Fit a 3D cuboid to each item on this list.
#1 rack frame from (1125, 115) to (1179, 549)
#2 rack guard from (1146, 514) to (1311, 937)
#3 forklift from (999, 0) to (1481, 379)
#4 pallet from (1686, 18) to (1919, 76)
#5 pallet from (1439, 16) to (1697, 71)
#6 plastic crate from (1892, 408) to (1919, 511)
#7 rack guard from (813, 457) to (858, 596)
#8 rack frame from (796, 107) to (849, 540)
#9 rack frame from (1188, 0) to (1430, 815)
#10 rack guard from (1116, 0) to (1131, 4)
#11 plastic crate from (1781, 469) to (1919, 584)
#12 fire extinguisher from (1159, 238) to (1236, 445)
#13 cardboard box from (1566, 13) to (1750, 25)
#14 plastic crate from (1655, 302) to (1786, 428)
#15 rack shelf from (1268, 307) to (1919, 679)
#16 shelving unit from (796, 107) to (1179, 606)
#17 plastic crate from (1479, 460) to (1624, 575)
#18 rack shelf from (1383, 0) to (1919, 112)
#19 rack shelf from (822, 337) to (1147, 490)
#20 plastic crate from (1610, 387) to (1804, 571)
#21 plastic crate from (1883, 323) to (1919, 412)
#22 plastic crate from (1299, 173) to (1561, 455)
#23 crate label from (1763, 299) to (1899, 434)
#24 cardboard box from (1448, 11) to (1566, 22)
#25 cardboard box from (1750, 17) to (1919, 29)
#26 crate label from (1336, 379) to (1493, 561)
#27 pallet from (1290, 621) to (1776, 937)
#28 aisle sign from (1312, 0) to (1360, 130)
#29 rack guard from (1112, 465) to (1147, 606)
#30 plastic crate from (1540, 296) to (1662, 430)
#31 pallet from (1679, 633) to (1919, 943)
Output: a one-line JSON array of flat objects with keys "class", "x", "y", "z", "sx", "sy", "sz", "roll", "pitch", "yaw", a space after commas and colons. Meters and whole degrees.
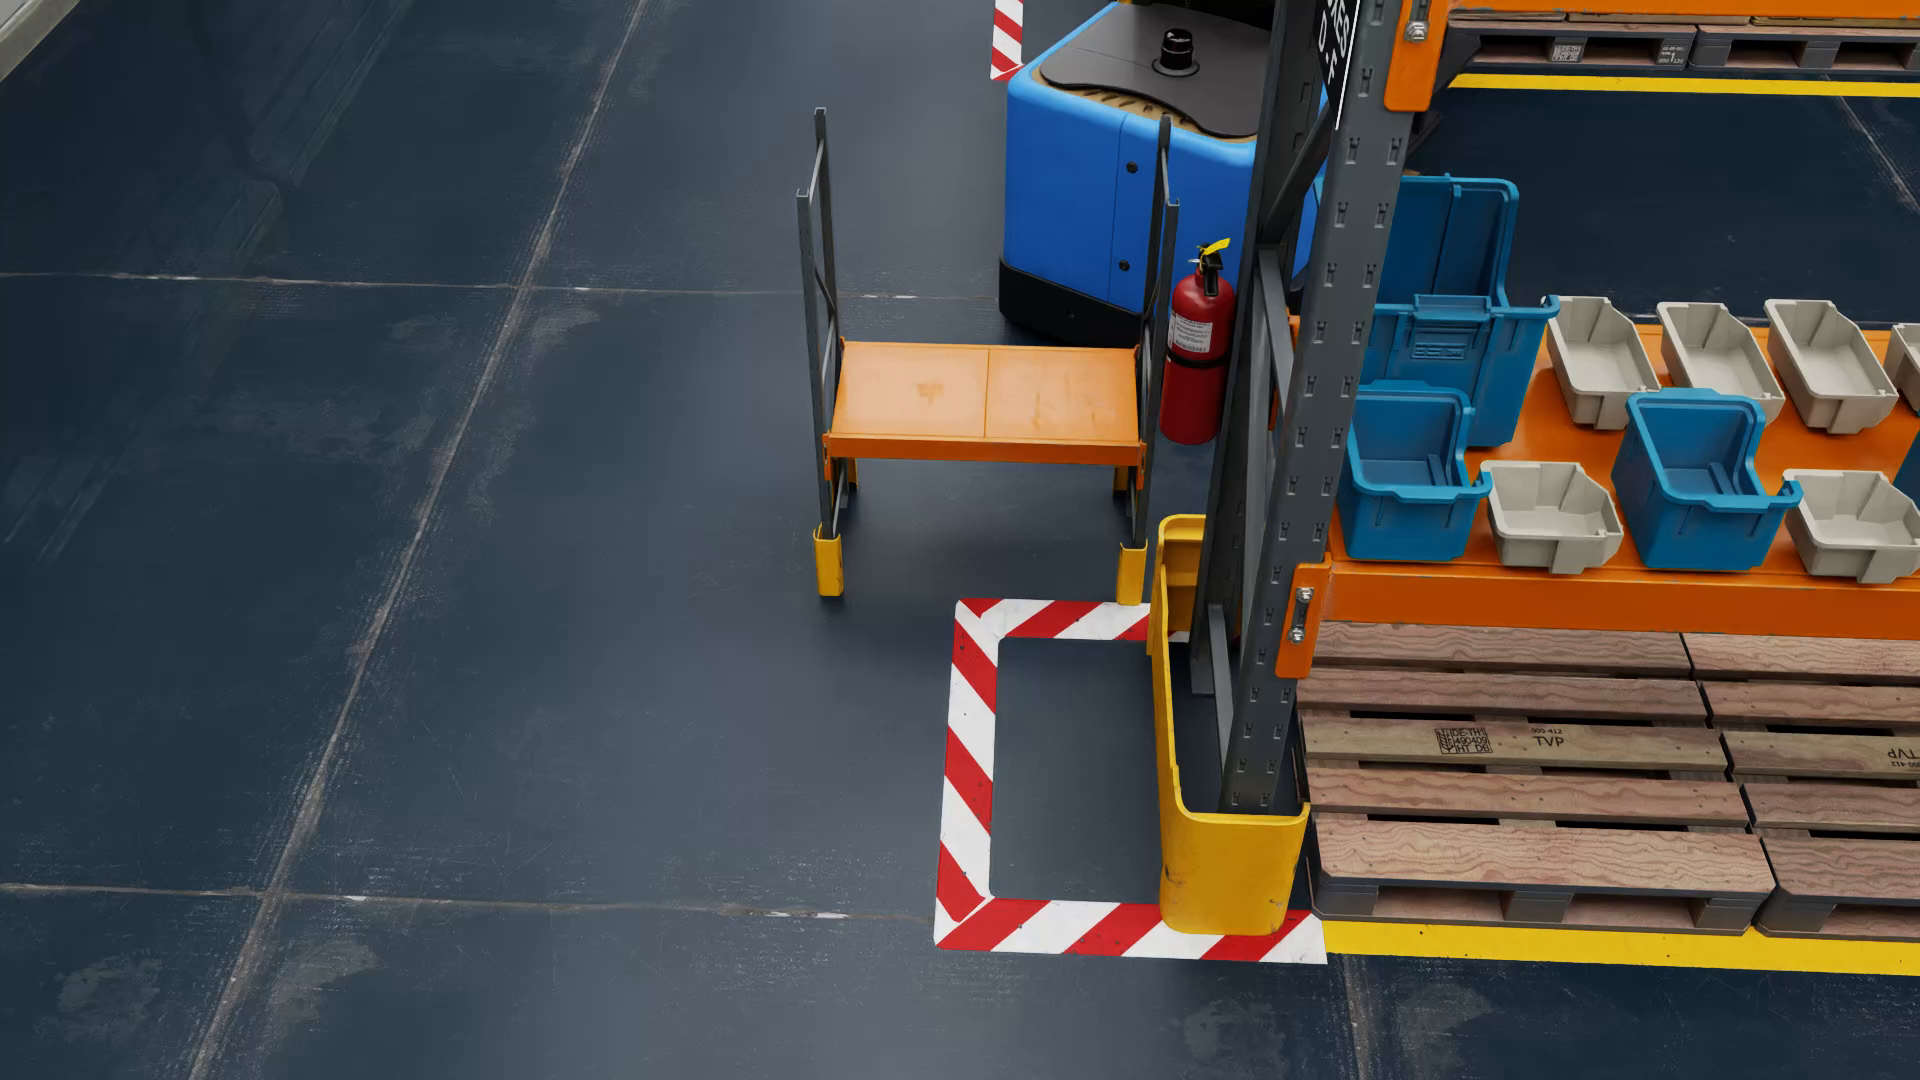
[{"class": "rack frame", "x": 0.593, "y": -0.531, "z": 5.219, "sx": 0.032, "sy": 1.500, "sz": 0.500, "roll": 2, "pitch": 43, "yaw": 2}, {"class": "rack guard", "x": 0.753, "y": 0.506, "z": 4.840, "sx": 0.348, "sy": 0.500, "sz": 1.175, "roll": 2, "pitch": 43, "yaw": 2}, {"class": "forklift", "x": 1.391, "y": -2.589, "z": 6.379, "sx": 1.130, "sy": 2.935, "sz": 3.031, "roll": 24, "pitch": 48, "yaw": 24}, {"class": "pallet", "x": 4.241, "y": -2.722, "z": 8.518, "sx": 1.213, "sy": 0.211, "sz": 1.003, "roll": 2, "pitch": 43, "yaw": 2}, {"class": "pallet", "x": 3.019, "y": -2.758, "z": 8.556, "sx": 1.213, "sy": 0.211, "sz": 1.003, "roll": 2, "pitch": 43, "yaw": 2}, {"class": "plastic crate", "x": 2.325, "y": -0.105, "z": 3.741, "sx": 0.300, "sy": 0.233, "sz": 0.416, "roll": 2, "pitch": 43, "yaw": 2}, {"class": "rack guard", "x": -0.421, "y": -0.104, "z": 5.679, "sx": 0.087, "sy": 0.250, "sz": 0.587, "roll": 2, "pitch": 43, "yaw": 2}, {"class": "rack frame", "x": -0.423, "y": -0.562, "z": 5.253, "sx": 0.032, "sy": 1.500, "sz": 0.500, "roll": 2, "pitch": 43, "yaw": 2}, {"class": "rack frame", "x": 0.778, "y": -0.416, "z": 3.996, "sx": 0.127, "sy": 3.000, "sz": 1.000, "roll": 2, "pitch": 43, "yaw": 2}, {"class": "rack guard", "x": 0.977, "y": -2.875, "z": 8.470, "sx": 0.348, "sy": 0.500, "sz": 1.175, "roll": 2, "pitch": 43, "yaw": 2}, {"class": "plastic crate", "x": 2.004, "y": -0.023, "z": 3.723, "sx": 0.298, "sy": 0.136, "sz": 0.250, "roll": 2, "pitch": 43, "yaw": 2}, {"class": "fire extinguisher", "x": 0.648, "y": -0.566, "z": 4.487, "sx": 0.183, "sy": 0.674, "sz": 0.296, "roll": 2, "pitch": 43, "yaw": 2}, {"class": "cardboard box", "x": 3.442, "y": -3.145, "z": 8.176, "sx": 0.875, "sy": 0.875, "sz": 0.875, "roll": 2, "pitch": 43, "yaw": 2}, {"class": "plastic crate", "x": 1.890, "y": -0.421, "z": 4.151, "sx": 0.243, "sy": 0.136, "sz": 0.396, "roll": 2, "pitch": 43, "yaw": 2}, {"class": "rack shelf", "x": 2.776, "y": -0.092, "z": 4.176, "sx": 4.000, "sy": 0.370, "sz": 1.077, "roll": 2, "pitch": 43, "yaw": 2}, {"class": "shelving unit", "x": 0.076, "y": -0.547, "z": 5.236, "sx": 1.083, "sy": 1.500, "sz": 0.587, "roll": 2, "pitch": 43, "yaw": 2}, {"class": "plastic crate", "x": 1.327, "y": -0.044, "z": 3.746, "sx": 0.298, "sy": 0.136, "sz": 0.250, "roll": 2, "pitch": 43, "yaw": 2}, {"class": "rack shelf", "x": 2.776, "y": -1.189, "z": 3.153, "sx": 4.000, "sy": 0.370, "sz": 1.077, "roll": 2, "pitch": 43, "yaw": 2}, {"class": "rack shelf", "x": 0.085, "y": -0.415, "z": 5.359, "sx": 1.000, "sy": 0.185, "sz": 0.538, "roll": 2, "pitch": 43, "yaw": 2}, {"class": "plastic crate", "x": 1.668, "y": -0.125, "z": 3.762, "sx": 0.300, "sy": 0.233, "sz": 0.416, "roll": 2, "pitch": 43, "yaw": 2}, {"class": "plastic crate", "x": 2.466, "y": -0.433, "z": 4.164, "sx": 0.250, "sy": 0.136, "sz": 0.298, "roll": 2, "pitch": 43, "yaw": 2}, {"class": "plastic crate", "x": 1.121, "y": -0.568, "z": 4.089, "sx": 0.499, "sy": 0.435, "sz": 0.616, "roll": 2, "pitch": 43, "yaw": 2}, {"class": "crate label", "x": 2.169, "y": -0.429, "z": 4.160, "sx": 0.243, "sy": 0.136, "sz": 0.396, "roll": 2, "pitch": 43, "yaw": 2}, {"class": "cardboard box", "x": 2.553, "y": -3.172, "z": 8.205, "sx": 0.875, "sy": 0.875, "sz": 0.875, "roll": 2, "pitch": 43, "yaw": 2}, {"class": "cardboard box", "x": 4.341, "y": -3.117, "z": 8.146, "sx": 0.875, "sy": 0.875, "sz": 0.875, "roll": 2, "pitch": 43, "yaw": 2}, {"class": "crate label", "x": 1.010, "y": -0.145, "z": 3.784, "sx": 0.303, "sy": 0.233, "sz": 0.416, "roll": 2, "pitch": 43, "yaw": 2}, {"class": "pallet", "x": 1.600, "y": 0.656, "z": 4.891, "sx": 1.213, "sy": 0.211, "sz": 1.003, "roll": 2, "pitch": 43, "yaw": 2}, {"class": "aisle sign", "x": 0.693, "y": -1.167, "z": 2.895, "sx": 0.004, "sy": 0.787, "sz": 0.394, "roll": 2, "pitch": 43, "yaw": 2}, {"class": "rack guard", "x": 0.574, "y": -0.074, "z": 5.646, "sx": 0.087, "sy": 0.250, "sz": 0.587, "roll": 2, "pitch": 43, "yaw": 2}, {"class": "plastic crate", "x": 1.601, "y": -0.440, "z": 4.171, "sx": 0.243, "sy": 0.136, "sz": 0.396, "roll": 2, "pitch": 43, "yaw": 2}, {"class": "pallet", "x": 2.816, "y": 0.695, "z": 4.849, "sx": 1.213, "sy": 0.211, "sz": 1.003, "roll": 2, "pitch": 43, "yaw": 2}]
